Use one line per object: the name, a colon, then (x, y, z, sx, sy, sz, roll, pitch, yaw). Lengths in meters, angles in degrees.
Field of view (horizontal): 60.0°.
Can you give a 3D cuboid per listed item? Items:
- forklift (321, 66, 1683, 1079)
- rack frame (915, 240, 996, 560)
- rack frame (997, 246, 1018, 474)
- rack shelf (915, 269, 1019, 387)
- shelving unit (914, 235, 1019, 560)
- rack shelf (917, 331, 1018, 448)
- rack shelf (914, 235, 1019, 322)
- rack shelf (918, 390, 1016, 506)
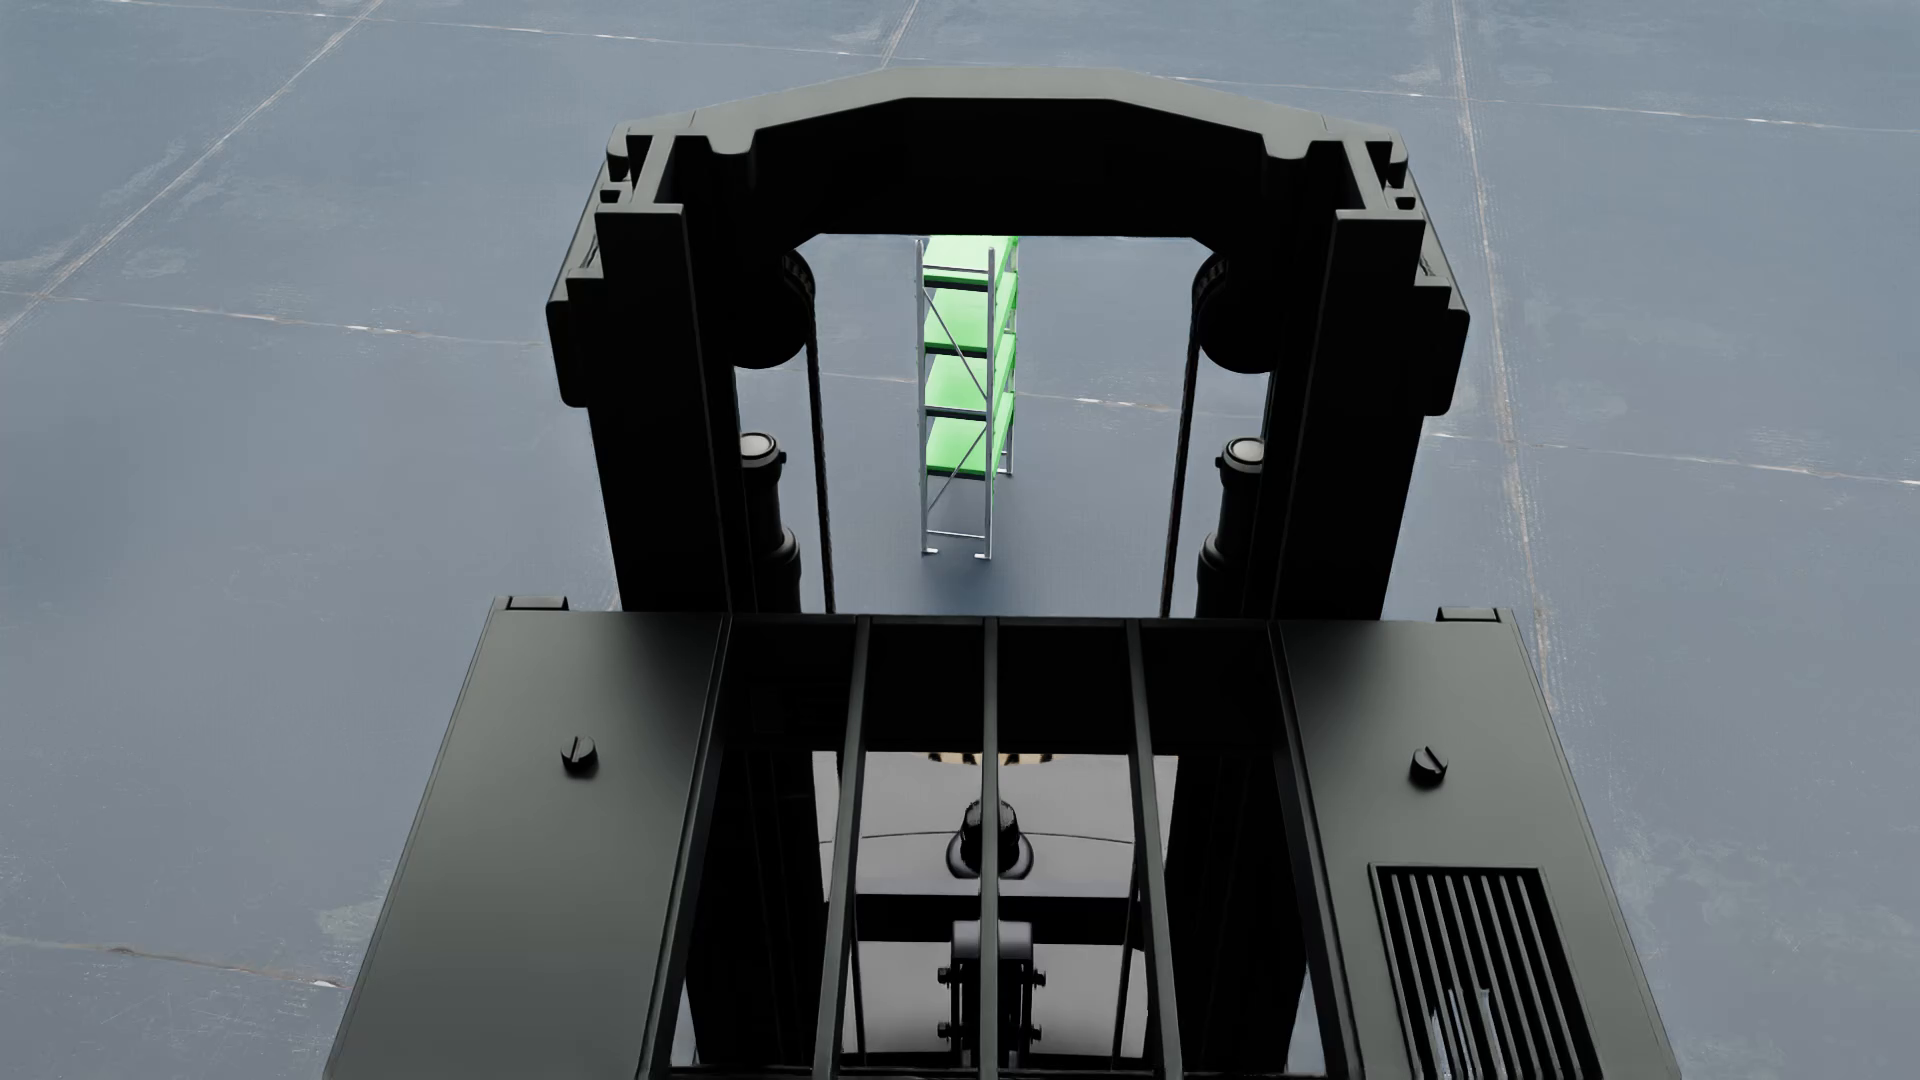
forklift: (0.038, 1.051, 2.179, 1.130, 2.935, 3.031, 1, 40, 1)
rack frame: (-0.014, -0.413, 5.308, 0.240, 1.200, 0.015, 6, 40, 8)
rack frame: (0.071, -0.719, 5.679, 0.240, 1.200, 0.015, 6, 40, 8)
rack shelf: (0.029, -0.702, 5.381, 0.258, 0.148, 0.480, 6, 40, 8)
shelving unit: (0.029, -0.566, 5.493, 0.258, 1.200, 0.503, 6, 40, 8)
rack shelf: (0.029, -0.517, 5.534, 0.258, 0.148, 0.480, 6, 40, 8)
rack shelf: (0.029, -0.887, 5.228, 0.258, 0.148, 0.480, 6, 40, 8)
rack shelf: (0.029, -0.332, 5.687, 0.258, 0.148, 0.480, 6, 40, 8)
